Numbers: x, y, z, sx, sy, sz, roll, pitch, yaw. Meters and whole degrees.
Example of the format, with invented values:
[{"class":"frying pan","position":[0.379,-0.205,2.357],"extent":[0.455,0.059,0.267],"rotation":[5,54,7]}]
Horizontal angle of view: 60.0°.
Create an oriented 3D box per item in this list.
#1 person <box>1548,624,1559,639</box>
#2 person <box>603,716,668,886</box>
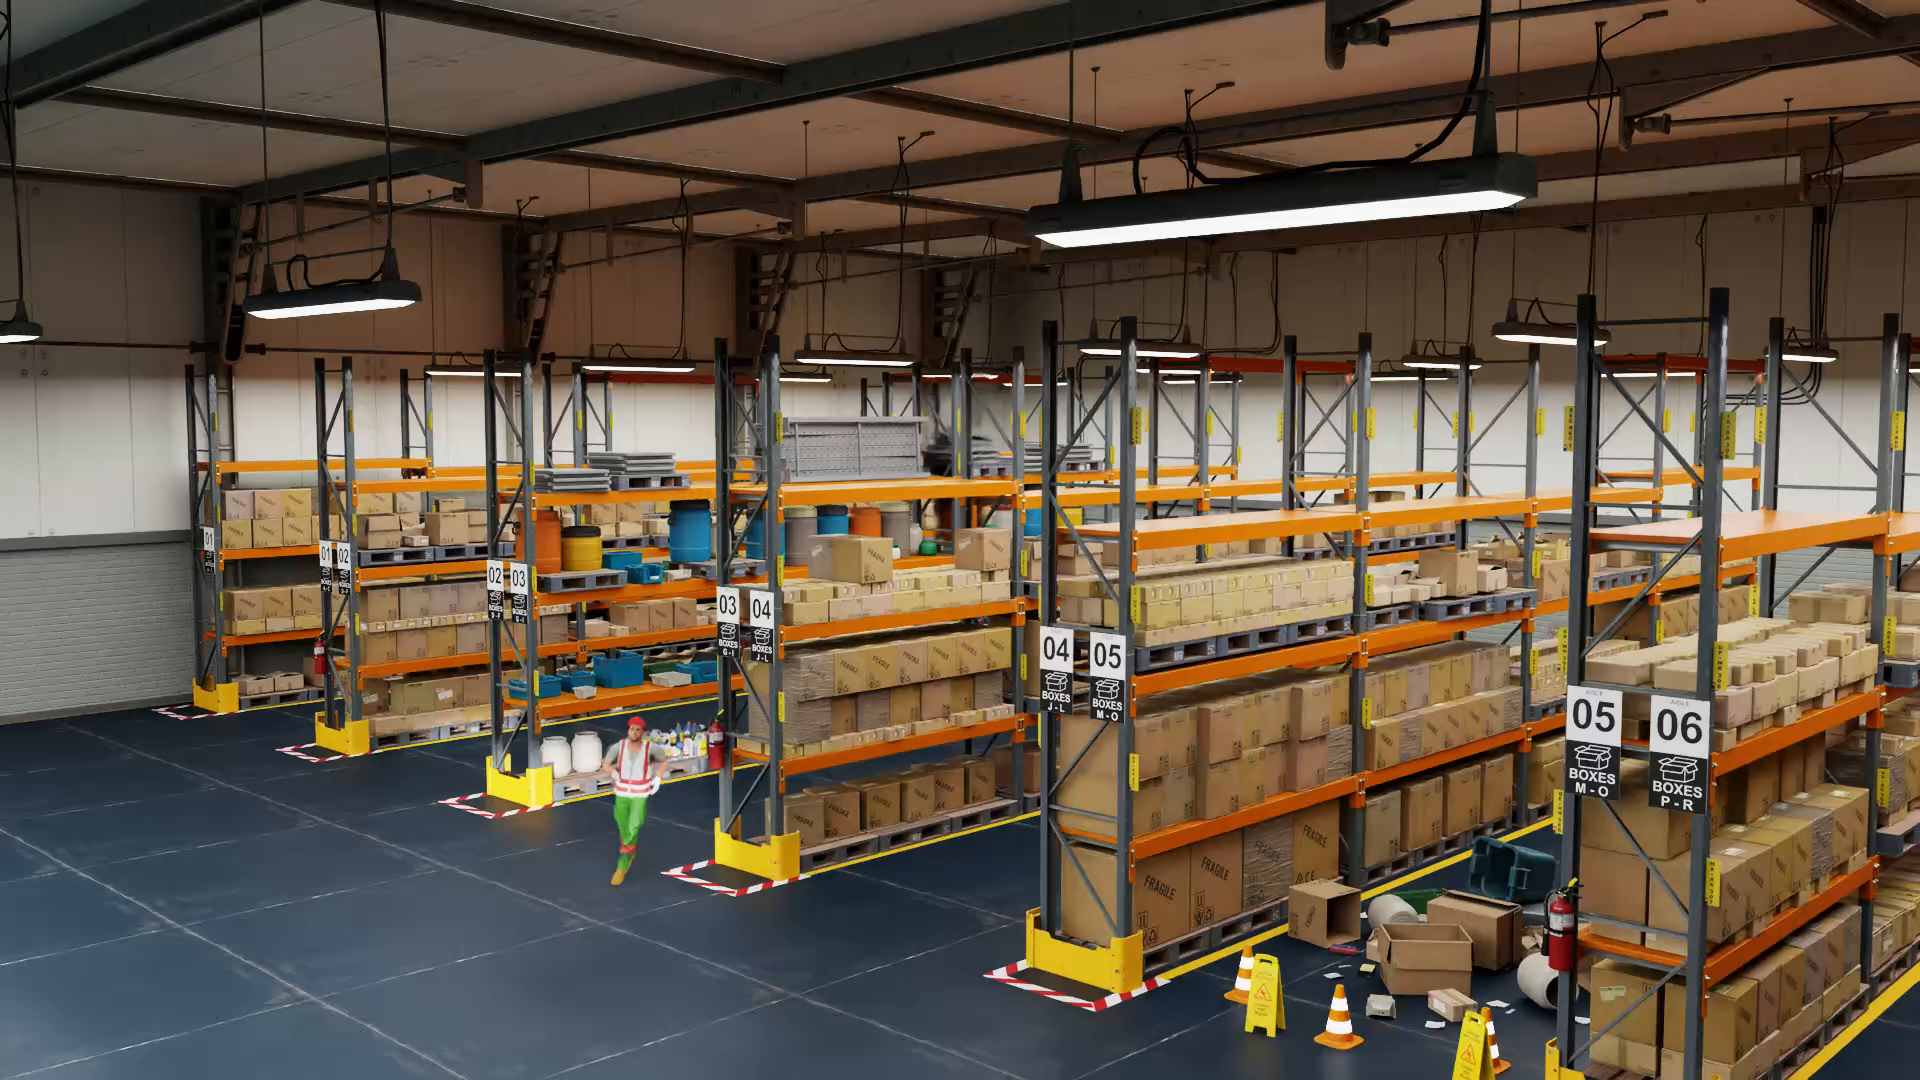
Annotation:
[{"class":"person","position":[9.565,2.259,26.550],"extent":[0.807,1.849,0.647],"rotation":[-4,6,-39]},{"class":"person","position":[-3.623,2.847,18.452],"extent":[0.676,1.810,0.804],"rotation":[0,4,5]}]
